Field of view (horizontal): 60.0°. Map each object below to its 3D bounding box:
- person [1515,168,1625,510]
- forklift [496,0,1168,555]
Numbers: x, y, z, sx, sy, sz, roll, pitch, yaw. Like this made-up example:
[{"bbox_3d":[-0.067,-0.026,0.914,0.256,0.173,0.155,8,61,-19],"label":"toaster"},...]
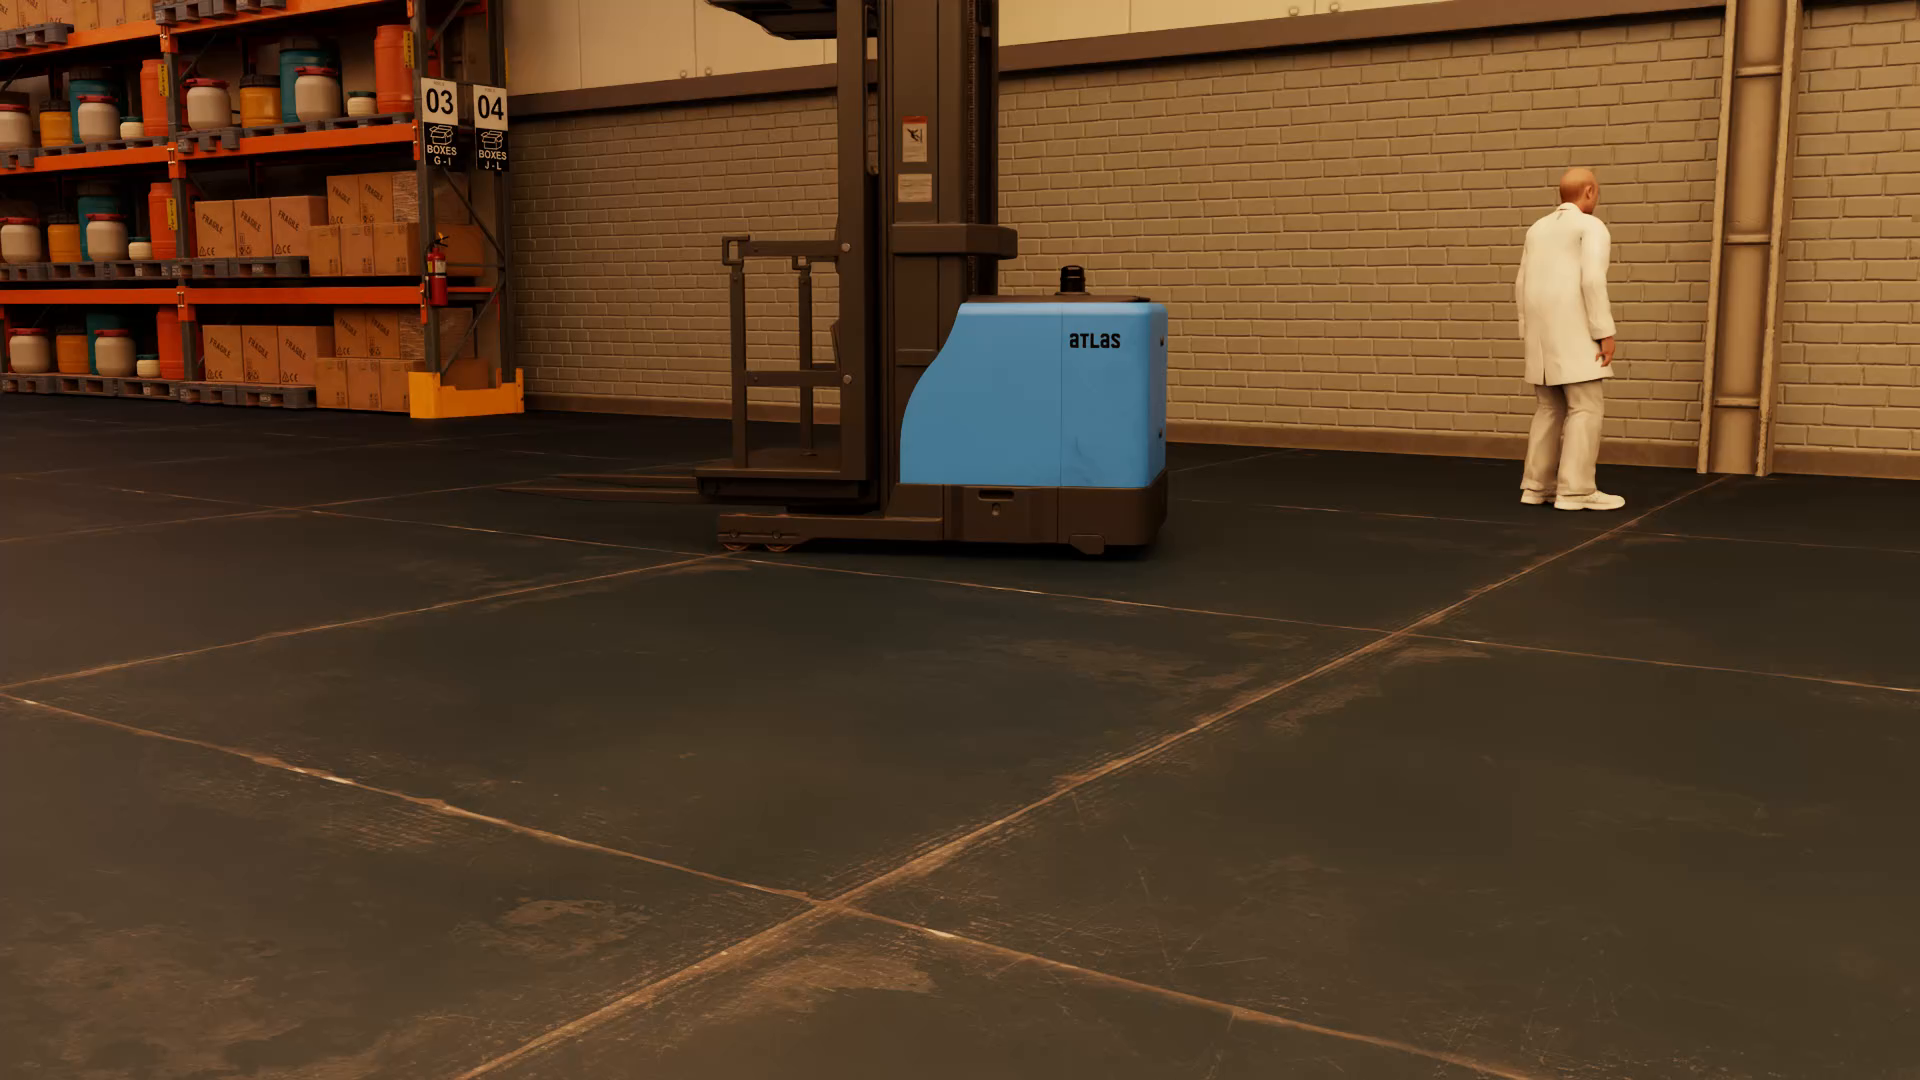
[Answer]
[{"bbox_3d":[3.199,-1.060,8.764,0.434,1.772,0.642,-3,9,-22],"label":"person"},{"bbox_3d":[-0.596,-1.469,7.520,3.031,2.935,1.130,2,8,12],"label":"forklift"}]
